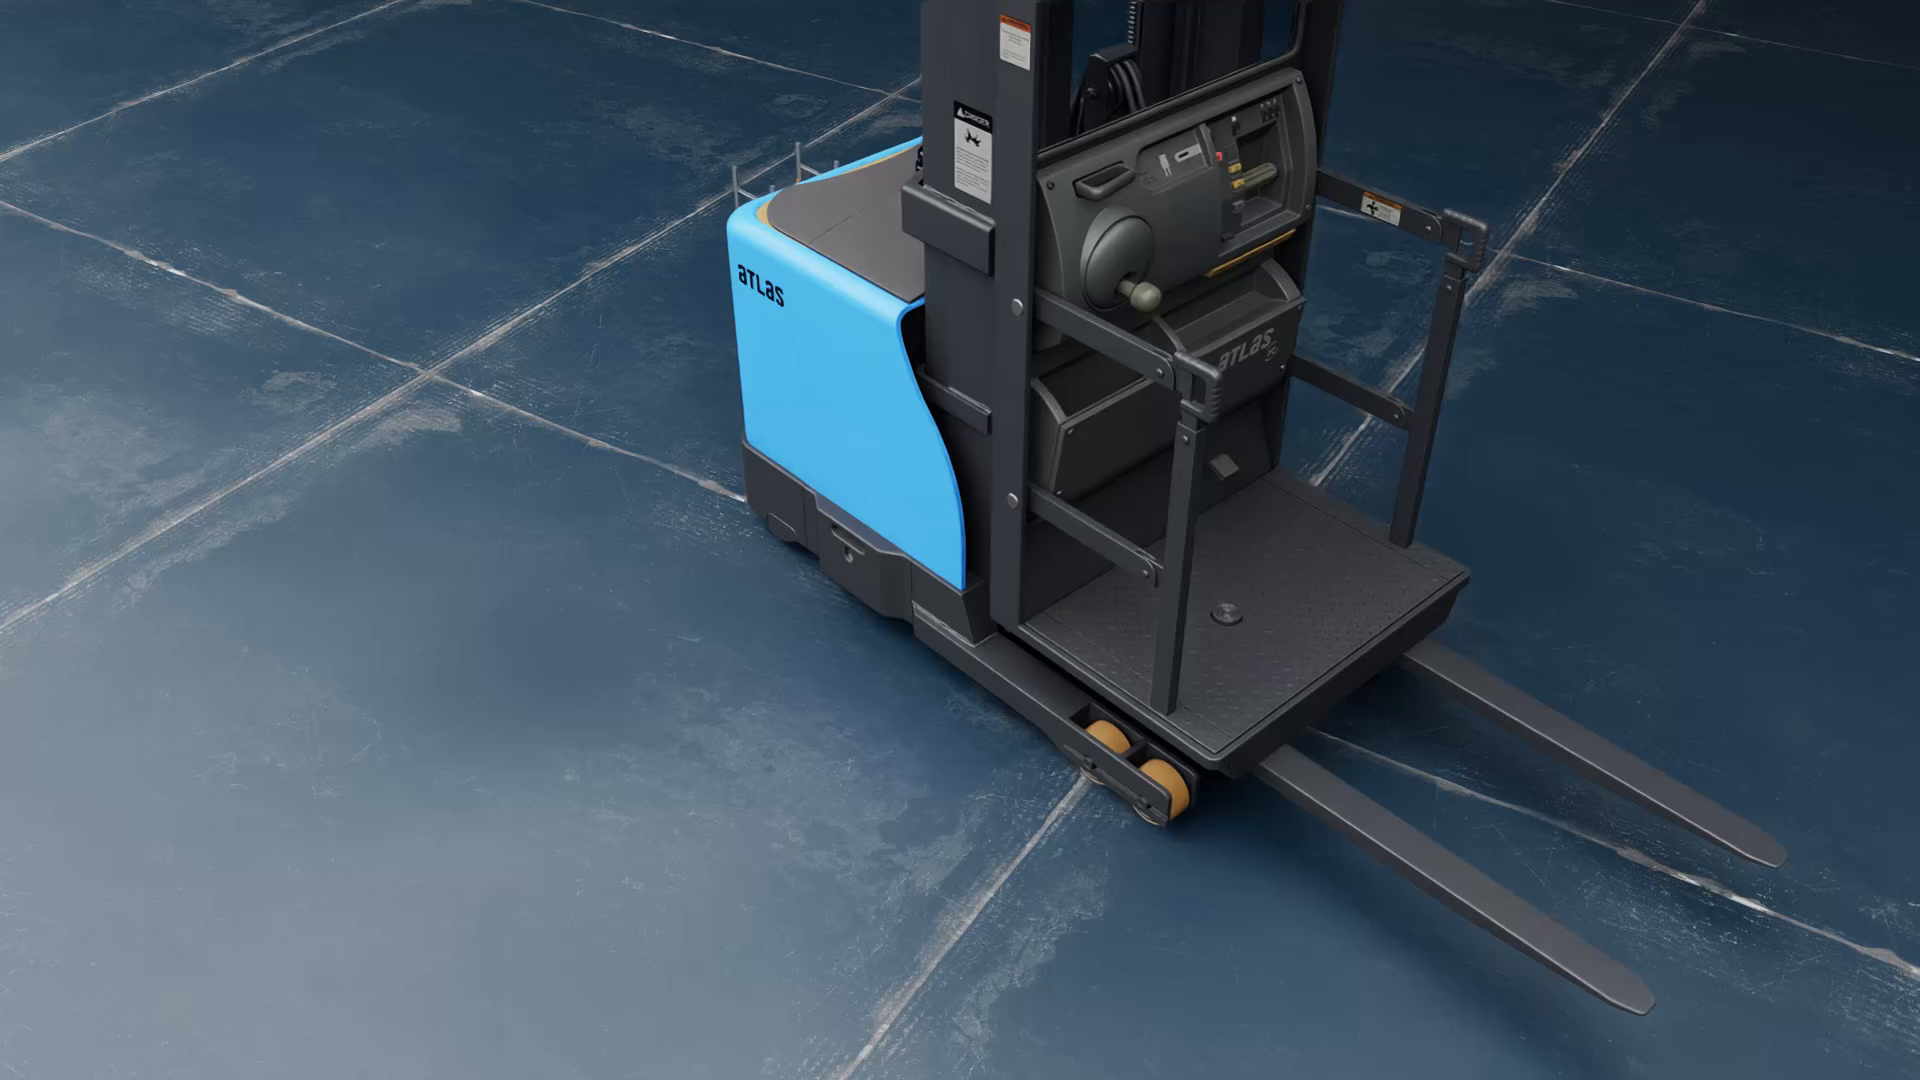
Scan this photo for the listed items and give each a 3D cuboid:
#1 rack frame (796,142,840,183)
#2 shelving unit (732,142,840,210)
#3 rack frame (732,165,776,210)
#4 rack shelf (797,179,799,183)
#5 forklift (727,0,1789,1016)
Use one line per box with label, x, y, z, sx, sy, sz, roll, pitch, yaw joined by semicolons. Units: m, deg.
rack frame;-0.435;-0.766;5.383;0.008;1.050;0.200;-30;47;-33
shelving unit;-0.523;-0.714;5.317;0.252;1.050;0.215;-30;47;-33
rack frame;-0.612;-0.663;5.250;0.008;1.050;0.200;-30;47;-33
rack shelf;-0.523;-0.931;5.150;0.240;0.259;0.215;-30;47;-33
forklift;0.687;-0.782;3.864;1.130;2.935;3.031;-29;46;-32
